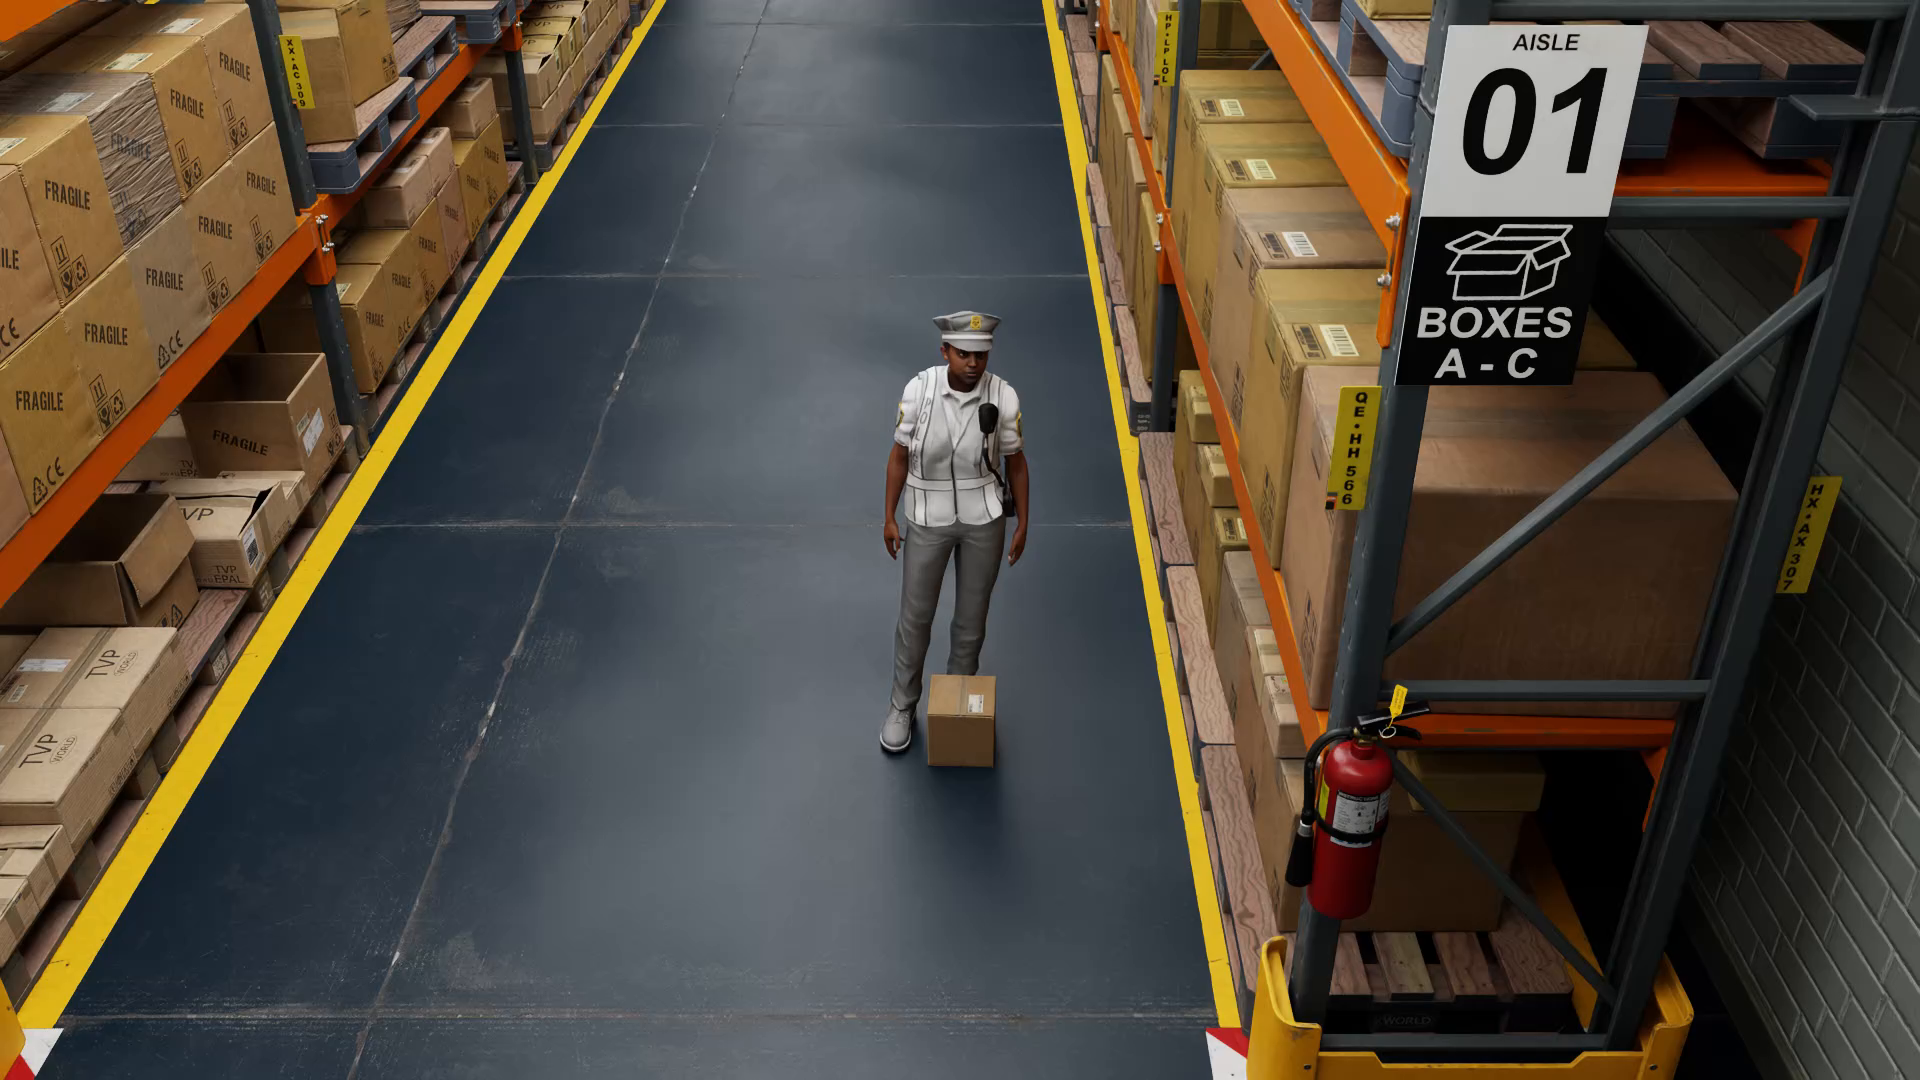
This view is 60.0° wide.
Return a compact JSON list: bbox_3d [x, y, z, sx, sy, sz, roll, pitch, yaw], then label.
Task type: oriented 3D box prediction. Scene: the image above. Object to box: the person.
[{"bbox_3d":[-0.027,-0.038,6.147,0.569,1.697,0.528,0,32,-1],"label":"person"}]
